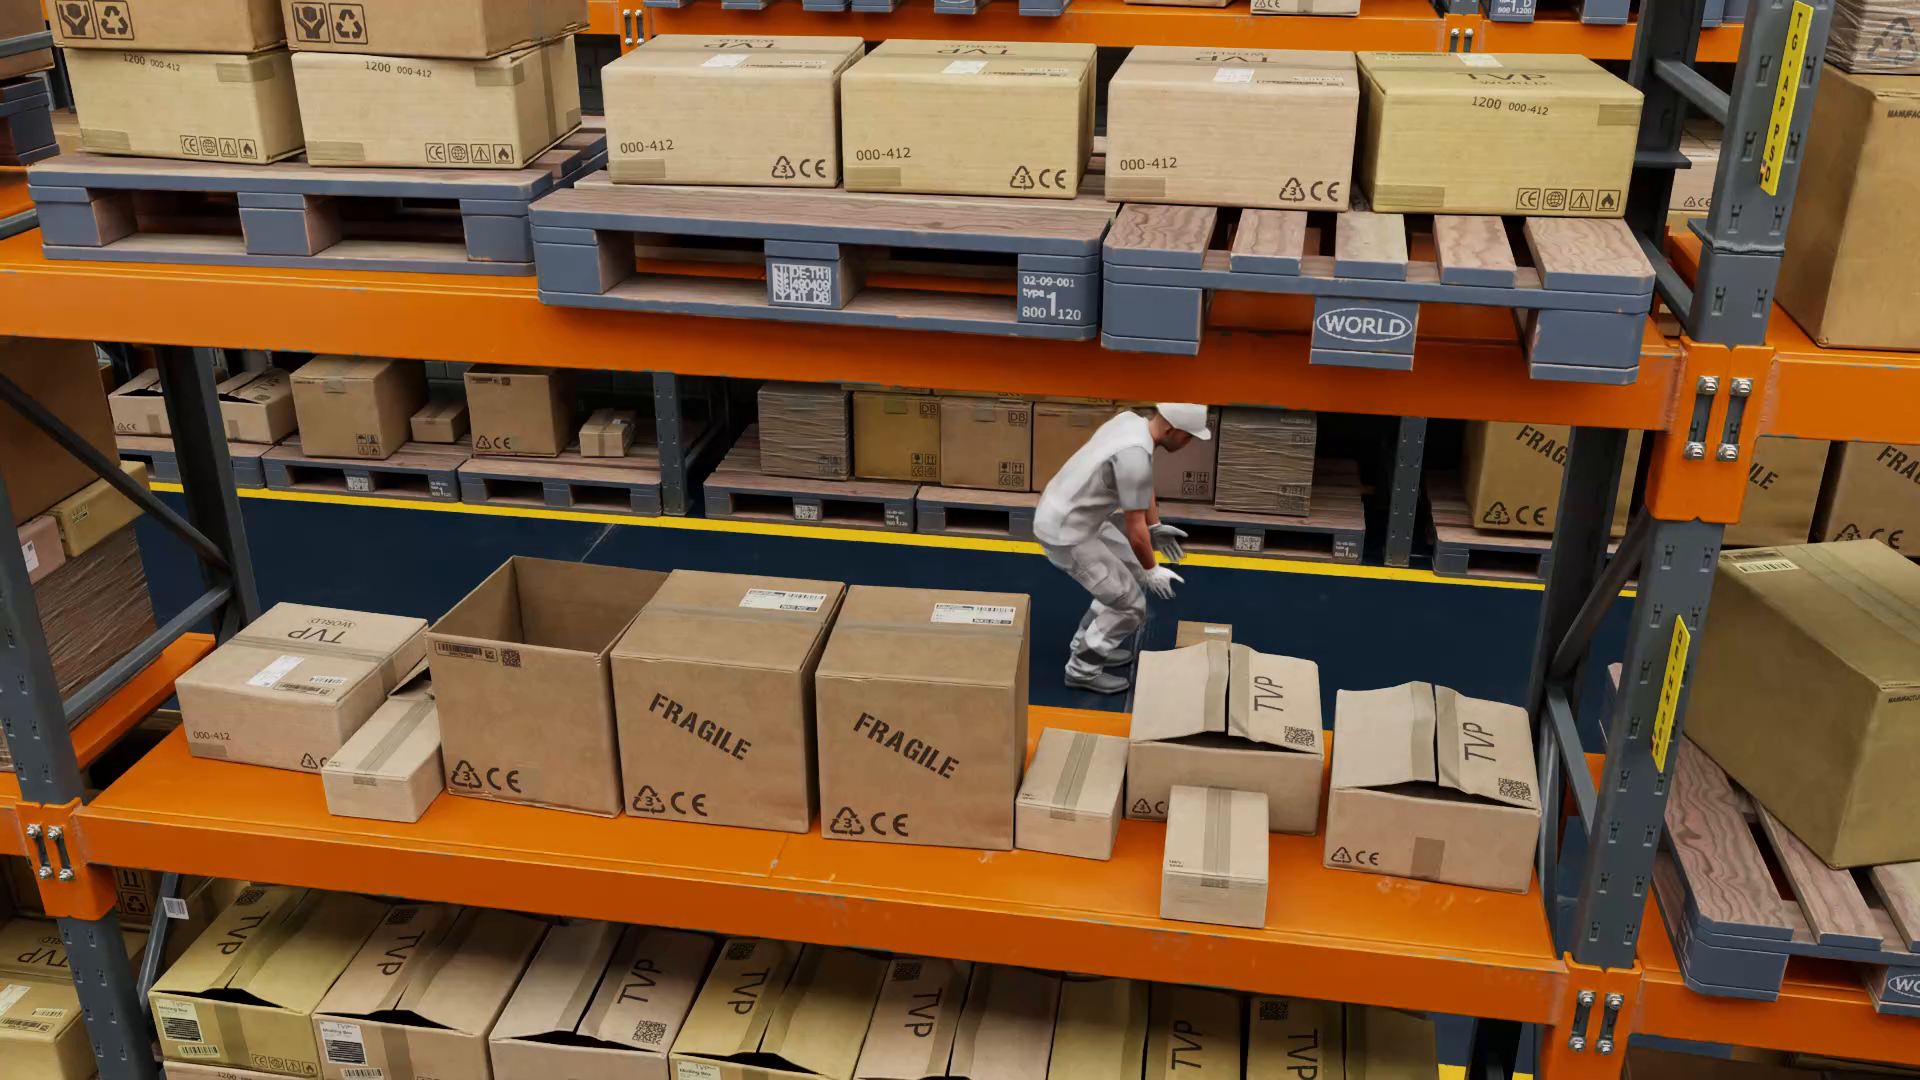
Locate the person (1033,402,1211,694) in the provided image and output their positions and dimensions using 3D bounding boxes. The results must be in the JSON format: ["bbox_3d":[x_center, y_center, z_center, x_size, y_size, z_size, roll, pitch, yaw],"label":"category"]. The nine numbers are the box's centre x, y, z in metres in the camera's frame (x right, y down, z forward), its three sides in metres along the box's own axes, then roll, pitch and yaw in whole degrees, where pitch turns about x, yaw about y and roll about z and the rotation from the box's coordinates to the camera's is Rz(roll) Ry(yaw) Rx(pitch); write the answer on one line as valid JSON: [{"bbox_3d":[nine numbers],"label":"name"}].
[{"bbox_3d":[0.717,-0.023,7.519,0.766,1.412,0.584,4,25,9],"label":"person"}]
